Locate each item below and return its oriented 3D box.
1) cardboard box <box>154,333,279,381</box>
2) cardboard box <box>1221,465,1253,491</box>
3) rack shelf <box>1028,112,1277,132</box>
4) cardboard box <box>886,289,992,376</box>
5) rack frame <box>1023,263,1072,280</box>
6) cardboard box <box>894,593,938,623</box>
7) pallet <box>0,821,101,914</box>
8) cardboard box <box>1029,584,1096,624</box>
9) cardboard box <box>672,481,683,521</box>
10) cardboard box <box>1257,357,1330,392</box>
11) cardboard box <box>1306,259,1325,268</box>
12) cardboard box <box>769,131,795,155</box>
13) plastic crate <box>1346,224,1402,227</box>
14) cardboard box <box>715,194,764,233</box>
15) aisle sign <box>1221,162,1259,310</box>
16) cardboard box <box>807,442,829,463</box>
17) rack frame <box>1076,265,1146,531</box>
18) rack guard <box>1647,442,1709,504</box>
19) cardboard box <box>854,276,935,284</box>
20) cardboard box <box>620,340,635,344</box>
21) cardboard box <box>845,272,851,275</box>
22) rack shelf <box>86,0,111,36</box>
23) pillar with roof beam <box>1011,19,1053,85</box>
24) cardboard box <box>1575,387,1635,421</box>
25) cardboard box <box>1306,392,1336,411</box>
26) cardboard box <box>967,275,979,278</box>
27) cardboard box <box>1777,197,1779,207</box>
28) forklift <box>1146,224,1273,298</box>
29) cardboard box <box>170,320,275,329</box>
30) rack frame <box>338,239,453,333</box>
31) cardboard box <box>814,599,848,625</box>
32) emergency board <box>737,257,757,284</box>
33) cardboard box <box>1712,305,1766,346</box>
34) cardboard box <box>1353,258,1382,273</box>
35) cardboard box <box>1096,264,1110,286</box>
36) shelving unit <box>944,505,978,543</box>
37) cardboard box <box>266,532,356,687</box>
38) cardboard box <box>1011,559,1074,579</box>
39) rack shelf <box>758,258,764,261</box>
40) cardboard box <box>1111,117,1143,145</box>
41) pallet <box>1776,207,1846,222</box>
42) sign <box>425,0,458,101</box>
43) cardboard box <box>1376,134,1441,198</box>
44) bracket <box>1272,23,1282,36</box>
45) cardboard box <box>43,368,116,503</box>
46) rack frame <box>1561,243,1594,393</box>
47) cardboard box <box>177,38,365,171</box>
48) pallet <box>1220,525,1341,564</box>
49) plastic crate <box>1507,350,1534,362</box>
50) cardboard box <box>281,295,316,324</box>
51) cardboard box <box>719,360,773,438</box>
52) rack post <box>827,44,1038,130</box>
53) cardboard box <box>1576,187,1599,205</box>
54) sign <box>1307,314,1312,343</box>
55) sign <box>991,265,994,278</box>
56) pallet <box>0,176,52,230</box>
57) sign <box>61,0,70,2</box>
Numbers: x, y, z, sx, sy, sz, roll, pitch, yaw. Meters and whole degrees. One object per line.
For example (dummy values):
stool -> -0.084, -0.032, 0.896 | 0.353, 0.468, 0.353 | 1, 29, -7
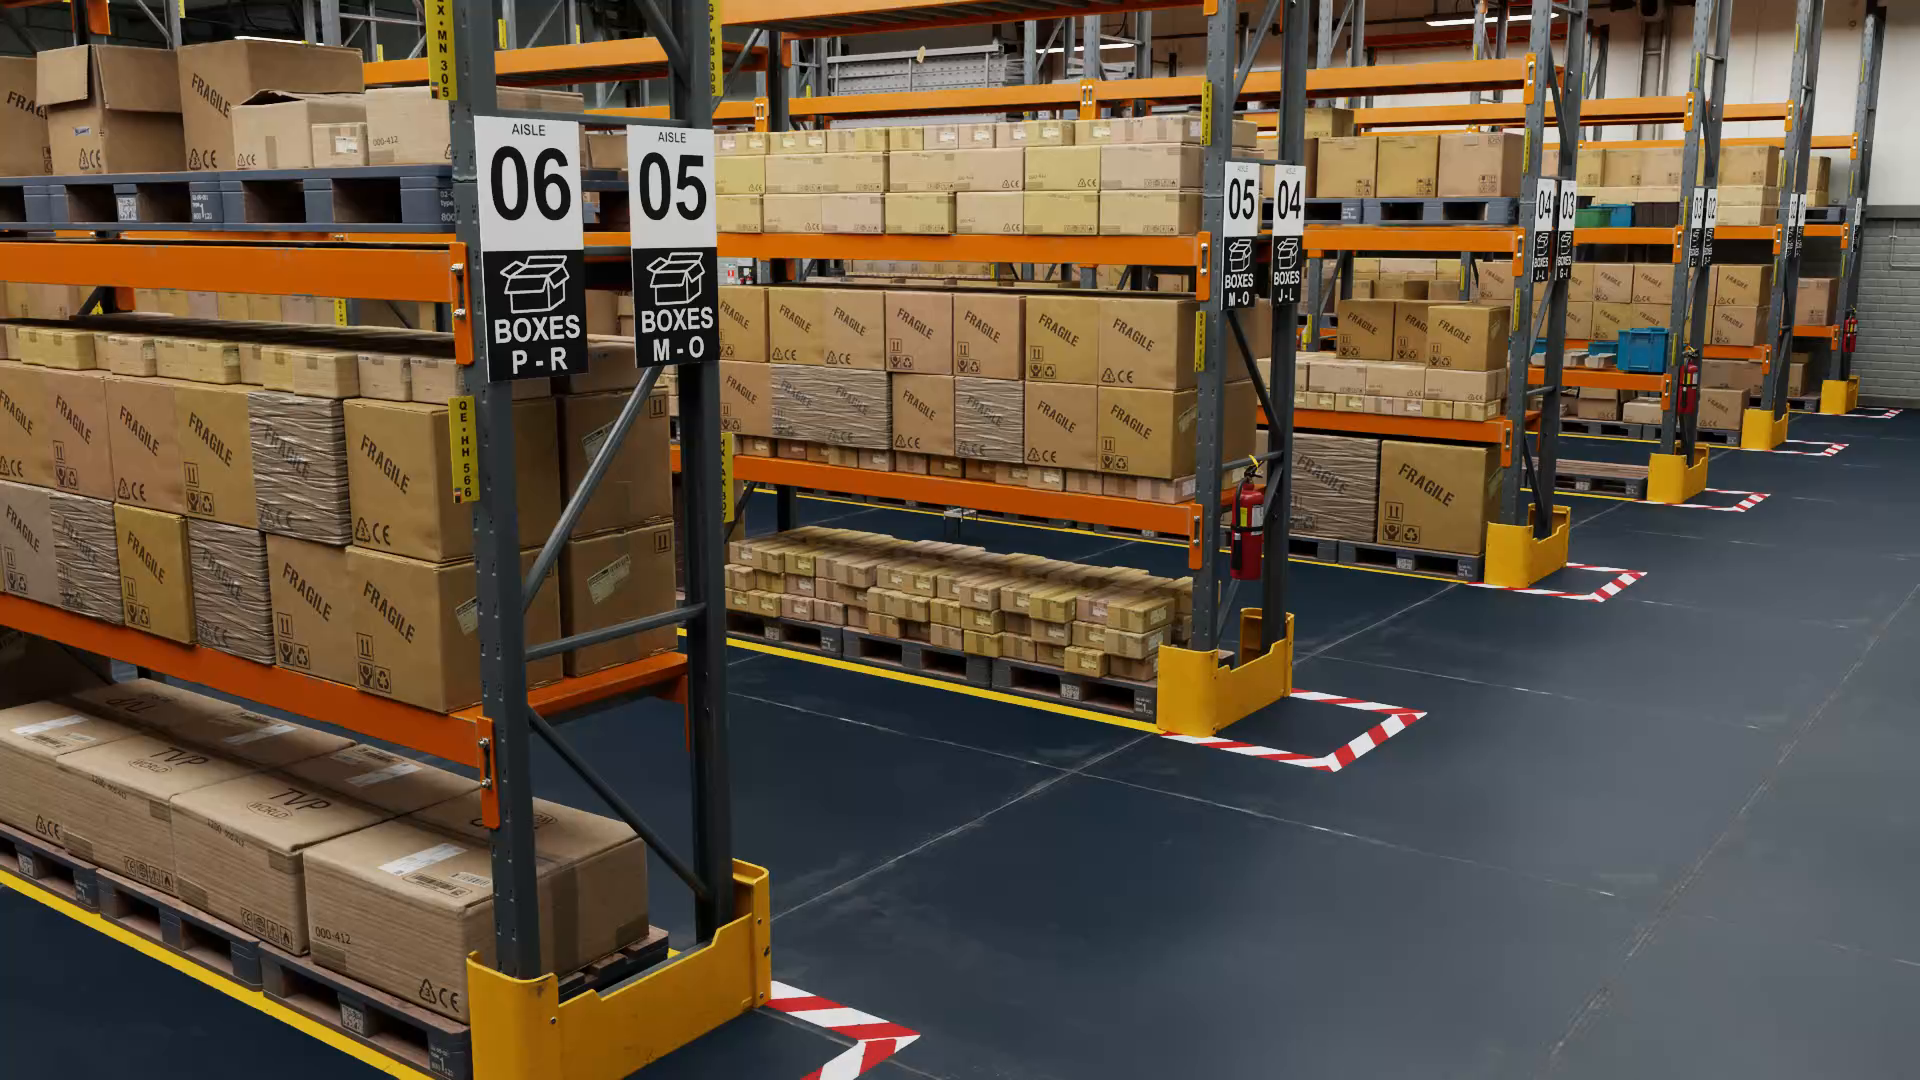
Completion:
cardboard box -> -2.860, -0.711, 6.423 | 0.250, 0.149, 0.380 | 8, 14, 37
cardboard box -> 1.590, -0.408, 10.121 | 0.250, 0.149, 0.380 | 8, 13, 35
rack shelf -> 2.770, -5.021, 20.458 | 4.000, 0.370, 1.077 | 8, 13, 36
cardboard box -> -0.120, -1.317, 10.480 | 0.500, 0.500, 0.500 | 7, 13, 34
rack frame -> 1.158, -2.850, 22.084 | 0.127, 3.000, 1.000 | 8, 13, 36
cardboard box -> -0.216, 0.415, 10.826 | 0.250, 0.149, 0.380 | 8, 14, 36
pallet -> -3.849, 1.342, 7.759 | 1.213, 0.211, 1.003 | 8, 13, 36
cardboard box -> 0.628, 0.390, 10.172 | 0.250, 0.149, 0.380 | 8, 13, 34
cardboard box -> -2.317, -0.286, 12.333 | 0.500, 0.250, 0.500 | 8, 13, 34
cardboard box -> 2.886, -1.451, 14.463 | 0.500, 0.250, 0.500 | 8, 14, 36
cardboard box -> 6.459, -5.018, 30.163 | 0.250, 0.149, 0.380 | 5, 12, 26
cardboard box -> -1.040, -2.609, 10.971 | 0.250, 0.149, 0.380 | 8, 13, 35
plastic crate -> 4.903, -3.767, 19.488 | 0.662, 0.188, 0.450 | 8, 13, 36
cardboard box -> -1.350, -2.201, 11.225 | 0.500, 0.250, 0.500 | 9, 14, 38
aisle sign -> 1.539, -1.666, 9.122 | 0.004, 0.787, 0.394 | 8, 13, 36
cardboard box -> -0.818, -0.618, 11.207 | 0.250, 0.149, 0.380 | 7, 13, 33
rack frame -> 1.451, -1.642, 15.840 | 0.127, 3.000, 1.000 | 8, 13, 36
rack guard -> 7.633, -0.723, 17.669 | 0.348, 0.500, 1.175 | 8, 13, 36
cardboard box -> -0.670, -2.475, 17.241 | 0.637, 0.503, 0.797 | 8, 14, 37
cardboard box -> -2.452, -1.500, 13.098 | 0.250, 0.149, 0.380 | 8, 13, 35
cardboard box -> -1.952, -4.768, 30.030 | 0.250, 0.149, 0.380 | 8, 13, 34
rack shelf -> -2.803, -2.296, 6.372 | 4.000, 0.370, 1.077 | 8, 13, 36
pillar with roof beam -> -0.898, -7.606, 30.874 | 0.548, 9.000, 9.100 | 8, 13, 36
cardboard box -> 8.835, -1.938, 22.784 | 0.637, 0.503, 0.797 | 8, 13, 36
cardboard box -> 3.159, -1.202, 14.228 | 0.250, 0.149, 0.380 | 8, 14, 36
cardboard box -> 0.325, -4.451, 28.389 | 0.250, 0.149, 0.380 | 8, 13, 34
cardboard box -> 12.303, -5.222, 25.472 | 0.500, 0.250, 0.500 | 7, 13, 33
forklift -> 2.659, -1.988, 17.807 | 1.130, 2.935, 3.031 | -8, 14, -37
cardboard box -> -3.197, -0.873, 7.263 | 0.250, 0.149, 0.380 | 8, 13, 35
rack frame -> -4.791, -1.344, 14.298 | 0.127, 3.000, 1.000 | 8, 13, 36
cardboard box -> -0.784, 0.460, 11.373 | 0.250, 0.149, 0.380 | 8, 13, 34
emergency board -> -5.155, -6.278, 39.803 | 0.643, 1.169, 0.194 | 8, 13, 36
cardboard box -> 10.019, -2.766, 21.388 | 0.500, 0.500, 0.500 | 8, 14, 37
cardboard box -> 7.259, -4.846, 29.328 | 0.500, 0.250, 0.500 | 8, 14, 37
cardboard box -> 2.829, -5.182, 32.505 | 0.500, 0.500, 0.500 | 8, 13, 35
shelving unit -> 0.007, -0.441, 15.160 | 0.210, 0.900, 0.258 | 8, 13, 36
cardboard box -> -2.132, 0.203, 6.038 | 0.500, 0.500, 0.500 | 8, 13, 34
cardboard box -> 0.549, 0.238, 10.957 | 0.250, 0.149, 0.380 | 9, 14, 38
rack shelf -> -3.385, -3.436, 19.110 | 4.000, 0.370, 1.077 | 8, 13, 36
cardboard box -> 1.062, -2.316, 9.458 | 0.250, 0.149, 0.380 | 8, 14, 36
pallet -> 12.866, -4.978, 25.421 | 1.213, 0.211, 1.003 | 8, 13, 36
sign -> -1.524, -1.462, 4.890 | 0.005, 0.325, 0.100 | 8, 13, 36
cardboard box -> 3.842, -3.101, 13.854 | 0.500, 0.500, 0.700 | 7, 13, 33
bracket -> 5.942, -9.350, 30.412 | 0.430, 0.232, 0.235 | 8, 13, 36
cardboard box -> -3.365, -0.457, 6.820 | 0.500, 0.500, 0.500 | 8, 14, 37
rack frame -> 10.246, -3.917, 27.599 | 0.127, 3.000, 1.000 | 8, 13, 36
cardboard box -> -2.727, -1.702, 6.620 | 0.500, 0.500, 0.500 | 8, 14, 37
pallet -> 3.005, -0.038, 14.892 | 1.213, 0.211, 1.003 | 8, 13, 36
plastic crate -> 6.128, -2.007, 18.264 | 0.250, 0.136, 0.298 | 8, 13, 36
cardboard box -> -5.555, -1.992, 14.755 | 0.500, 0.500, 0.700 | 8, 13, 35
cardboard box -> -1.317, -0.995, 11.449 | 0.500, 0.500, 0.500 | 8, 13, 35
rack post -> -0.428, -6.135, 22.743 | 3.121, 1.000, 1.013 | 8, 13, 36
cardboard box -> 8.362, -4.596, 22.291 | 0.500, 0.250, 0.500 | 8, 13, 36
sign -> 4.055, -2.452, 19.299 | 0.005, 0.325, 0.100 | 8, 13, 36
sign -> 0.542, -4.436, 27.796 | 0.005, 0.325, 0.100 | 8, 13, 36
pallet -> -3.762, -1.460, 7.238 | 1.213, 0.211, 1.003 | 8, 13, 36
sign -> -8.363, -5.193, 15.524 | 0.005, 0.325, 0.100 | 8, 13, 36
